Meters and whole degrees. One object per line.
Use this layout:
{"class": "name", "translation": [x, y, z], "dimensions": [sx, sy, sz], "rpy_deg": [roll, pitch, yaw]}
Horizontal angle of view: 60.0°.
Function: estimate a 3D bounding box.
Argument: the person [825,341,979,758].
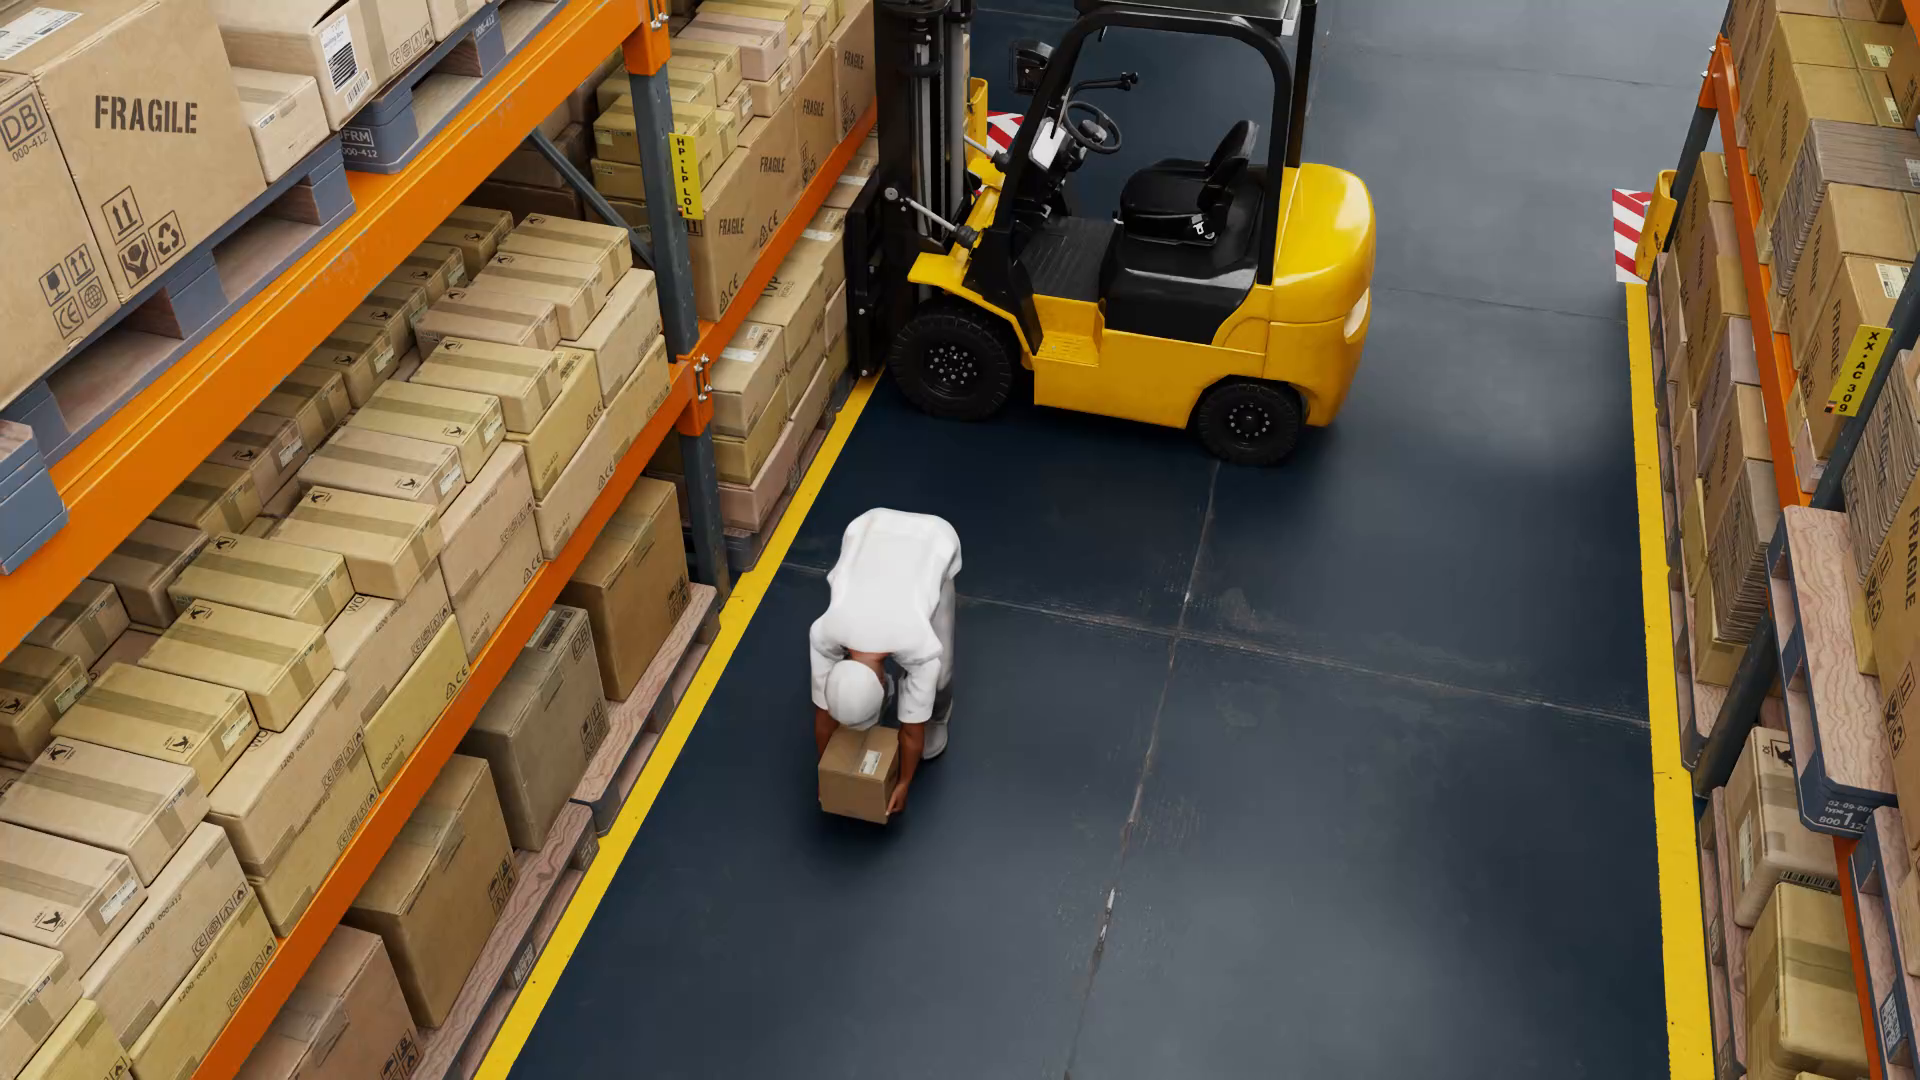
{"class": "person", "translation": [-0.233, 0.103, 6.020], "dimensions": [0.542, 1.768, 0.551], "rpy_deg": [11, 42, 12]}
